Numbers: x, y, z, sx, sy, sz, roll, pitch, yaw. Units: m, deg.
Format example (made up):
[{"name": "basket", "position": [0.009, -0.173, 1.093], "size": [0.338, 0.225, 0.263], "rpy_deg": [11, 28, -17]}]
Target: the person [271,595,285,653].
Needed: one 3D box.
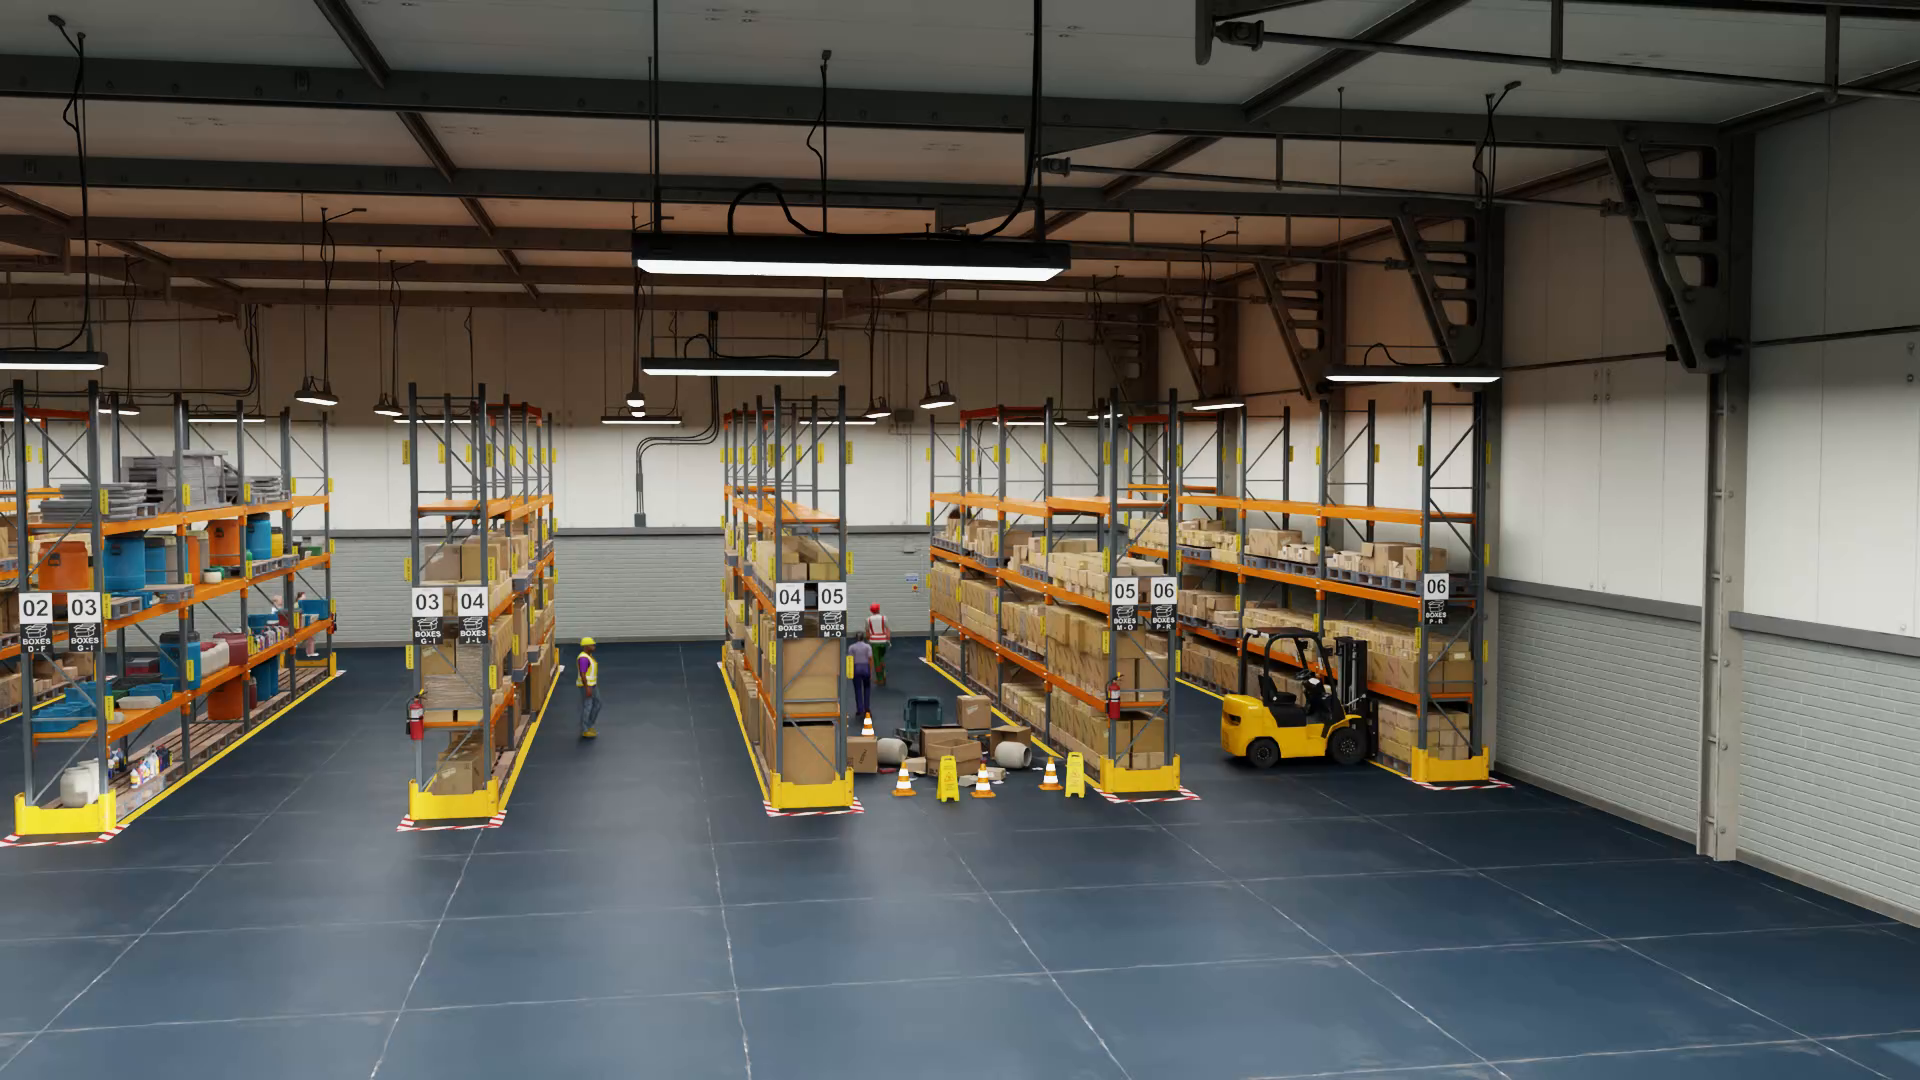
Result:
[{"name": "person", "position": [-15.771, 2.142, 38.654], "size": [0.994, 1.740, 0.649], "rpy_deg": [-2, 3, -33]}]

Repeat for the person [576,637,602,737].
[{"name": "person", "position": [-6.639, 2.643, 29.690], "size": [0.403, 1.808, 0.650], "rpy_deg": [0, 3, 8]}]

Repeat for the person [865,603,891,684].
[{"name": "person", "position": [-1.839, 2.265, 36.357], "size": [0.526, 1.807, 0.587], "rpy_deg": [-2, 3, -30]}]

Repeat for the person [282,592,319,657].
[{"name": "person", "position": [-16.403, 2.096, 41.308], "size": [0.971, 1.618, 0.470], "rpy_deg": [1, 3, 14]}]

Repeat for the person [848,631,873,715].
[{"name": "person", "position": [-1.925, 2.567, 31.954], "size": [0.471, 1.650, 0.729], "rpy_deg": [-1, 3, -12]}]
